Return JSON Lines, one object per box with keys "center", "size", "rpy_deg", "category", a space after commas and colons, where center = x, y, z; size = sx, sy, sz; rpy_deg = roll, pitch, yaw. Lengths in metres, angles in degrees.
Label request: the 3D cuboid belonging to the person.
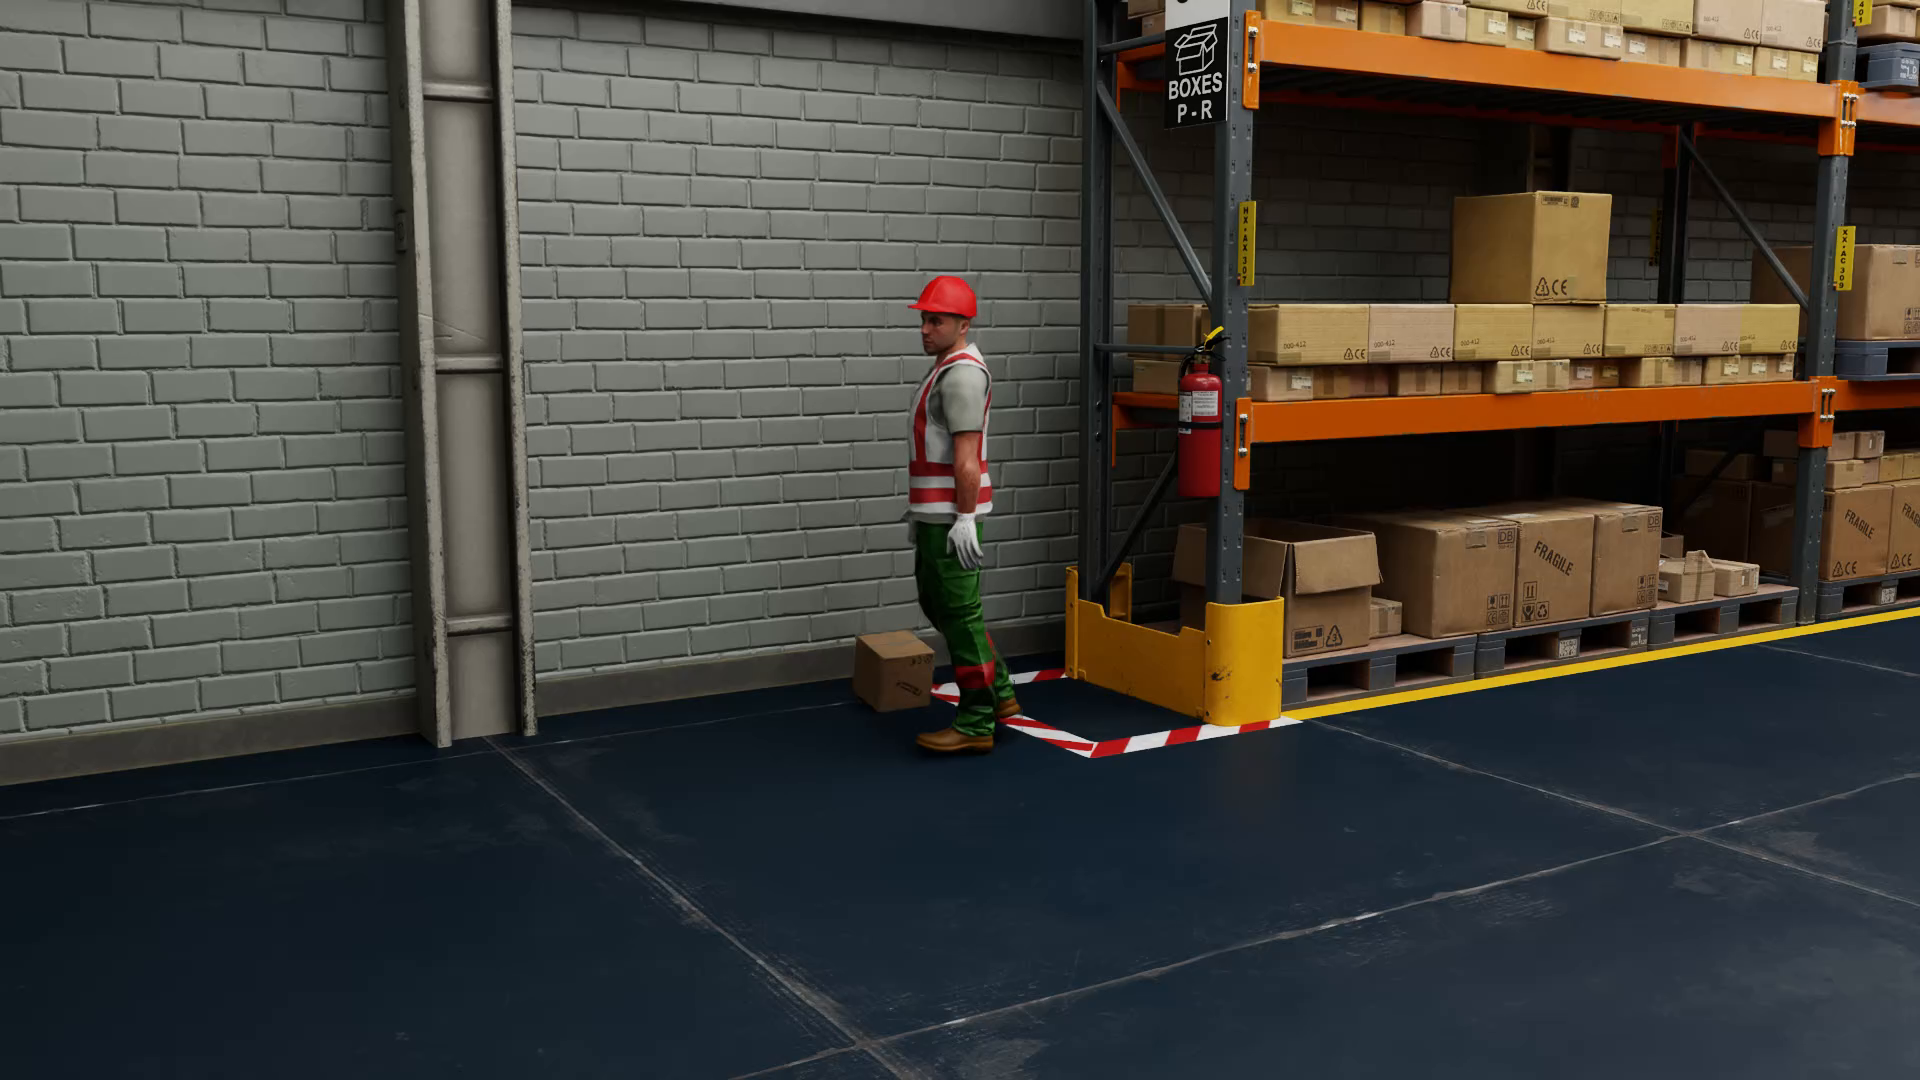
{"center": [0.004, -0.095, 6.287], "size": [0.469, 1.782, 0.693], "rpy_deg": [0, 8, 0], "category": "person"}
